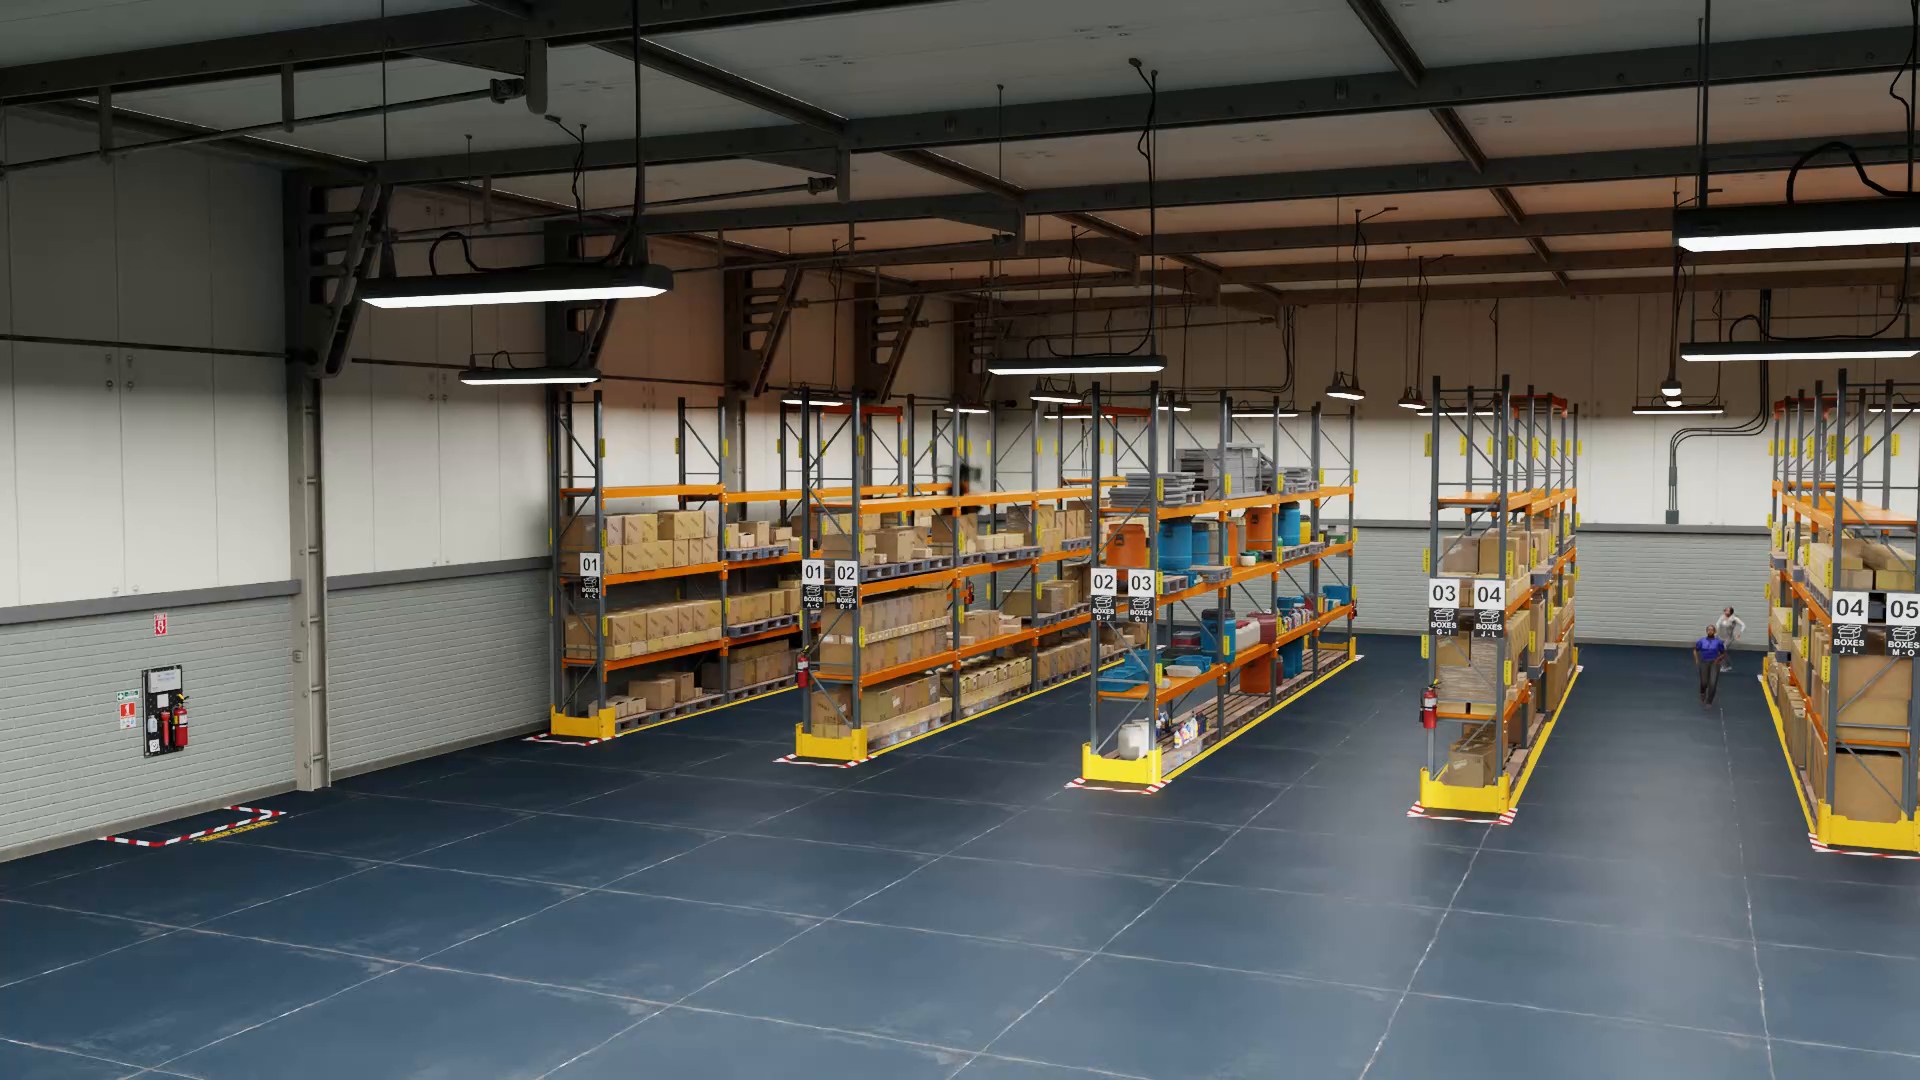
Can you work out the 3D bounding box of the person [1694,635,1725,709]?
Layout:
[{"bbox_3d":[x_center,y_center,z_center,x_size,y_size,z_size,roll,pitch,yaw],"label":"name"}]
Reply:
[{"bbox_3d":[14.345,2.537,32.065,0.353,1.412,0.403,1,3,23],"label":"person"}]

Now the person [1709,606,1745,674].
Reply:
[{"bbox_3d":[16.947,2.218,36.733,0.678,1.562,0.677,-1,3,-23],"label":"person"}]
